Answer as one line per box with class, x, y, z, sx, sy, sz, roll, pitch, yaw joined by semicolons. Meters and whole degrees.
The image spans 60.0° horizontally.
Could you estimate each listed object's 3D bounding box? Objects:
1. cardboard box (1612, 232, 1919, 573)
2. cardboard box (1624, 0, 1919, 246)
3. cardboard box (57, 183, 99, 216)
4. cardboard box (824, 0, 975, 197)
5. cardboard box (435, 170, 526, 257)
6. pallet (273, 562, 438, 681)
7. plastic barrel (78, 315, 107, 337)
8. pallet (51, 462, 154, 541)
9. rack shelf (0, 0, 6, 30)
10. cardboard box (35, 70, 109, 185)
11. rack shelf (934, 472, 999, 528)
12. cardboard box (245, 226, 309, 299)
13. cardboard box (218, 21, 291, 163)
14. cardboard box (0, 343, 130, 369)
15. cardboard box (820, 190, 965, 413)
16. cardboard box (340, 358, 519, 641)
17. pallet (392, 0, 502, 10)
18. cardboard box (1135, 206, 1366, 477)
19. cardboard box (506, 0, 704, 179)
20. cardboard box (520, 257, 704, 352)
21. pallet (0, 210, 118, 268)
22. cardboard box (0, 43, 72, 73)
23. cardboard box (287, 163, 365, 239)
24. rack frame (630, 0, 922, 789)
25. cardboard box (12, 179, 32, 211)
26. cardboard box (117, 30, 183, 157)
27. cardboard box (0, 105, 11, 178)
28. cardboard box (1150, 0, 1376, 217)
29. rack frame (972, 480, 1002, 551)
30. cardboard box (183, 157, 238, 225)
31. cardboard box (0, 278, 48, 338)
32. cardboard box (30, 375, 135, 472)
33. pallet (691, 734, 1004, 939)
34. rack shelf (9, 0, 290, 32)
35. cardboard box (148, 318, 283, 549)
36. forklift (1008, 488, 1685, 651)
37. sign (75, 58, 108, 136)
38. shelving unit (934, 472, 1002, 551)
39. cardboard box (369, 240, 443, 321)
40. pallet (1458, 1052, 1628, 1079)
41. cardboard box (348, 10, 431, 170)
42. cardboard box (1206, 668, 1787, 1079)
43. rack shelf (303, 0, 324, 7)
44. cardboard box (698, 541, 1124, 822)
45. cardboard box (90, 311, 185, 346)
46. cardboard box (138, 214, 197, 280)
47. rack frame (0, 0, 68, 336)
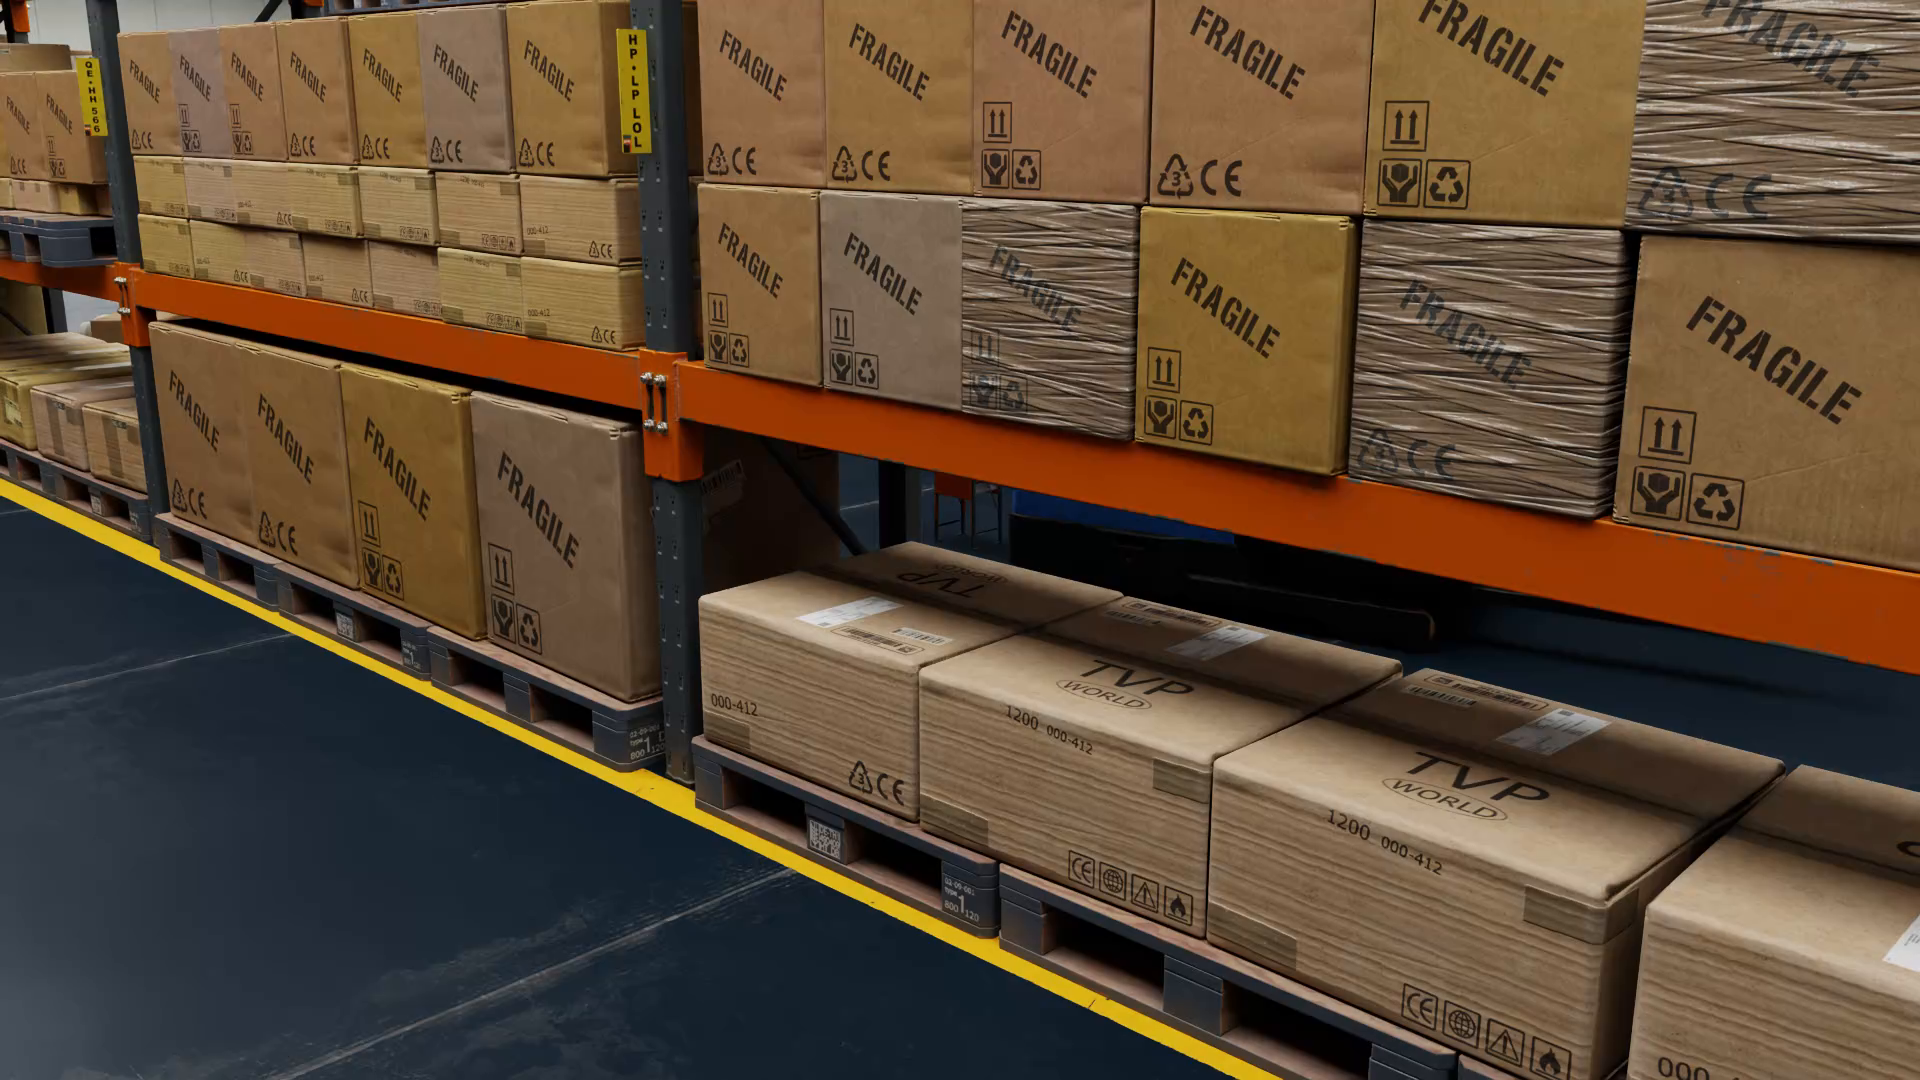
cardboard box;1.483;-0.275;2.839;0.500;0.500;0.500;13;20;41
cardboard box;1.456;-0.759;2.714;0.500;0.500;0.500;14;20;42
cardboard box;-4.037;-1.630;7.902;0.250;0.149;0.380;14;20;43
cardboard box;0.019;-1.115;4.080;0.500;0.500;0.500;13;20;41
cardboard box;-1.366;-1.088;5.464;0.500;0.250;0.500;-14;20;-43
pallet;-2.005;0.215;6.688;1.213;0.211;1.003;14;20;42
plastic barrel;-6.616;-1.566;13.103;0.512;0.421;0.421;-2;15;-6
pallet;-3.956;-0.287;8.615;1.213;0.211;1.003;14;20;42
rack shelf;-7.714;-3.653;11.480;4.000;0.370;1.077;14;20;42
cardboard box;-3.914;-1.924;7.746;0.500;0.500;0.500;13;19;41
rack shelf;0.039;-0.219;7.837;0.240;0.259;0.215;14;20;42
cardboard box;-2.461;-1.116;6.564;0.500;0.250;0.500;-14;20;-42
cardboard box;-2.483;-1.723;6.413;0.500;0.500;0.500;-14;20;-43
cardboard box;-5.375;-0.915;9.872;0.950;0.372;0.625;-13;19;-41
cardboard box;0.001;-0.629;4.200;0.500;0.500;0.500;14;20;43
cardboard box;-1.672;-0.225;6.228;0.875;0.875;0.875;-14;20;-43
pallet;-4.366;-4.883;14.950;1.213;0.211;1.003;14;20;42
cardboard box;0.725;-0.451;3.515;0.500;0.500;0.500;-14;20;-43
cardboard box;-1.011;-1.364;5.038;0.500;0.500;0.500;-14;20;-42
cardboard box;-1.013;-0.760;5.196;0.500;0.250;0.500;13;19;41
pallet;-3.981;-1.512;8.166;1.003;0.211;1.213;14;20;42
cardboard box;-4.768;-2.444;8.455;0.250;0.149;0.380;12;19;40
cardboard box;-2.123;-1.264;6.140;0.500;0.250;0.500;14;20;43
rack frame;-0.515;-0.799;5.051;0.127;3.000;1.000;14;20;42
cardboard box;-4.425;-1.711;8.215;0.250;0.149;0.380;12;19;40
cardboard box;-3.209;-1.901;7.097;0.500;0.500;0.500;13;19;40
cardboard box;-4.658;-2.101;8.424;0.500;0.500;0.500;12;19;38
cardboard box;0.741;-0.934;3.388;0.500;0.500;0.500;13;20;42
rack frame;0.126;-0.477;7.682;0.008;1.050;0.200;14;20;42
cardboard box;-2.830;-1.445;6.833;0.500;0.250;0.500;-14;20;-43
cardboard box;-6.511;-1.587;11.208;0.500;0.500;0.500;-13;20;-42
cardboard box;-4.331;-0.659;8.893;0.625;0.372;0.950;13;20;41
pallet;-0.022;0.697;4.837;1.213;0.211;1.003;14;20;42
rack shelf;-4.834;-2.953;8.794;4.000;0.370;1.077;14;20;42
cardboard box;-2.955;-0.539;7.431;0.875;0.875;0.875;13;20;42
forklift;1.739;-1.150;6.533;3.031;2.935;1.130;9;17;30
sign;-3.764;-1.921;7.217;0.005;0.325;0.100;14;20;42
shelving unit;0.039;-0.499;7.764;0.252;1.050;0.215;14;20;42
cardboard box;-1.728;-0.941;5.891;0.500;0.250;0.500;13;19;41
pallet;1.735;1.124;3.199;1.213;0.211;1.003;14;20;42
cardboard box;-1.740;-1.546;5.734;0.500;0.500;0.500;-14;20;-43
cardboard box;1.156;0.681;3.617;0.875;0.438;0.875;-14;20;-43
rack shelf;-1.955;-2.253;6.107;4.000;0.370;1.077;14;20;42
cardboard box;-0.137;0.367;4.825;0.875;0.438;0.875;13;20;41
cardboard box;-6.101;-1.426;12.407;0.500;0.500;0.500;-2;15;-6
cardboard box;-3.217;-1.296;7.253;0.500;0.250;0.500;13;20;41
rack frame;-6.274;-2.200;10.424;0.127;3.000;1.000;14;20;42
